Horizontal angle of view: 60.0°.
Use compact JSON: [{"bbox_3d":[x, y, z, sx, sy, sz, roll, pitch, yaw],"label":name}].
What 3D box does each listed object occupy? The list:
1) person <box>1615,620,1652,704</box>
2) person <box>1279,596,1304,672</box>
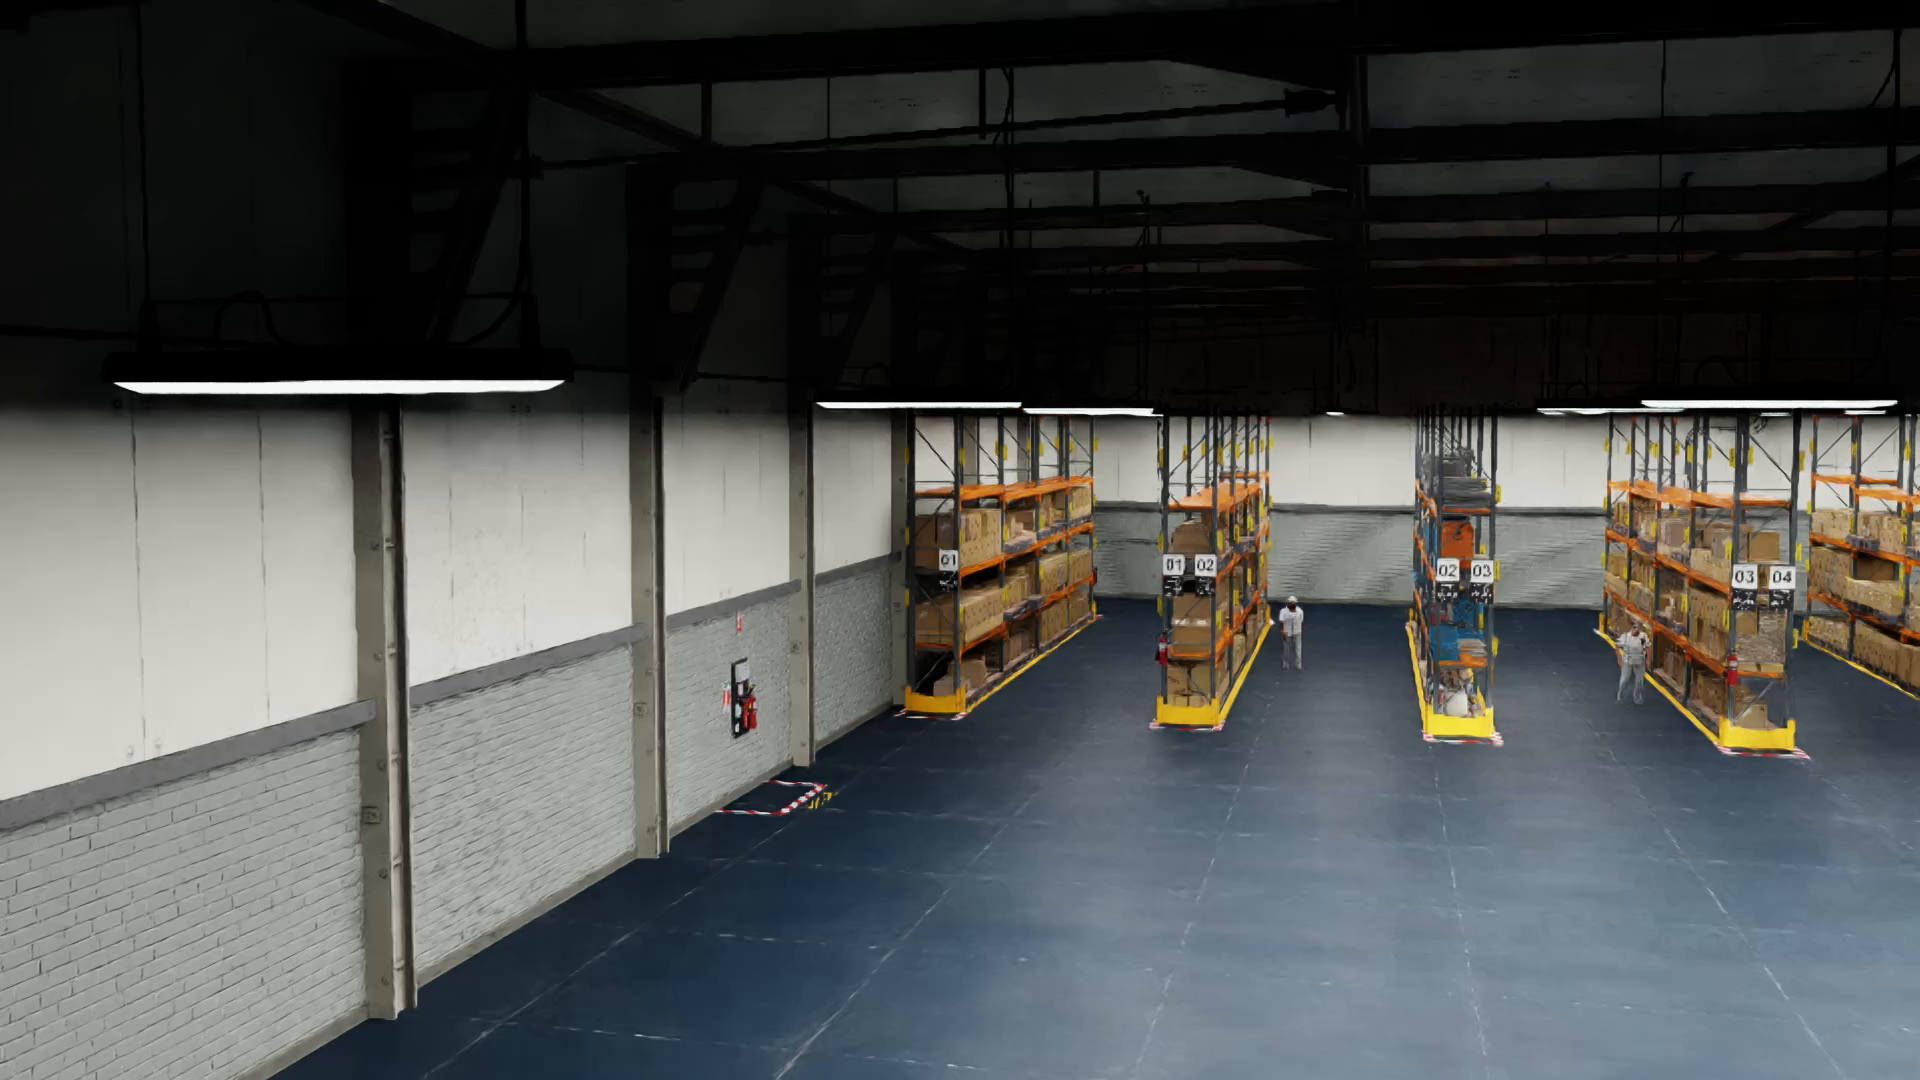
[{"bbox_3d":[13.530,2.444,33.426,0.682,1.704,0.542,1,4,14],"label":"person"},{"bbox_3d":[7.537,2.109,37.805,0.571,1.708,1.032,0,4,6],"label":"person"}]
